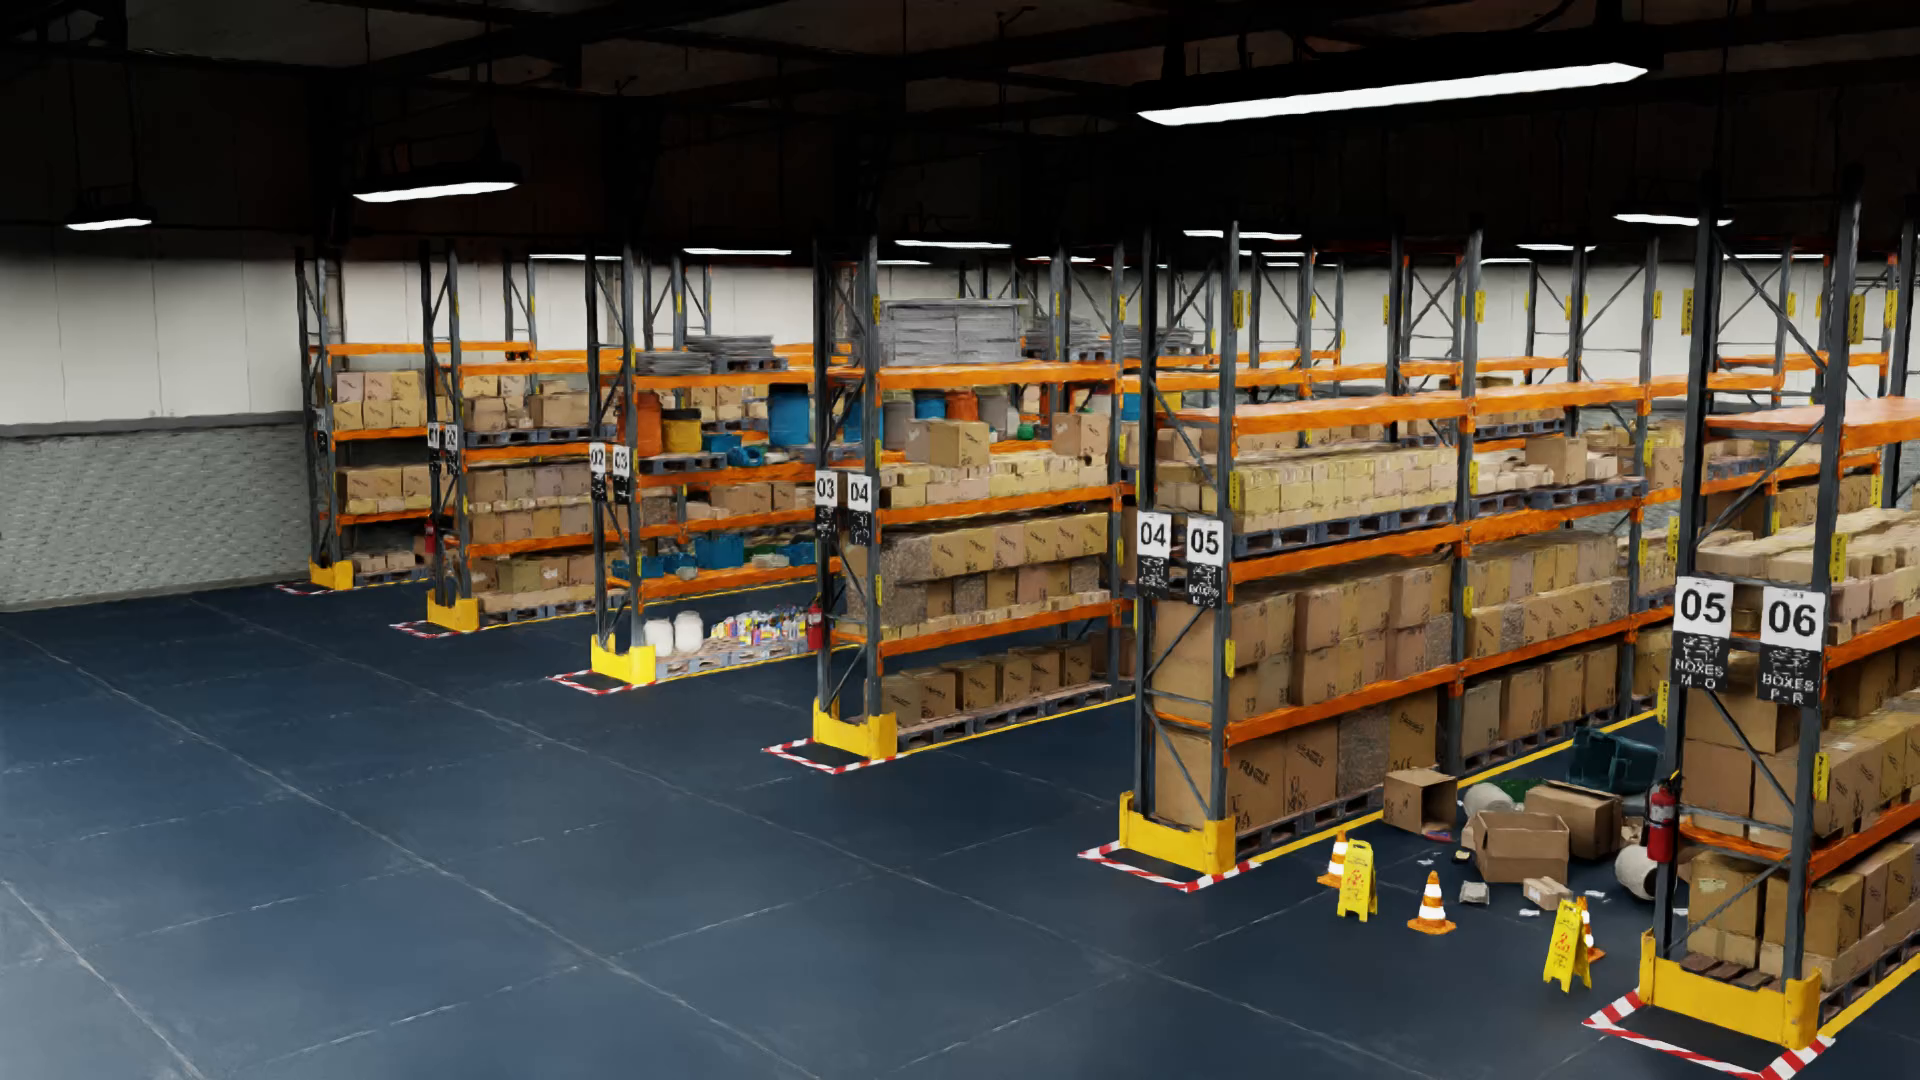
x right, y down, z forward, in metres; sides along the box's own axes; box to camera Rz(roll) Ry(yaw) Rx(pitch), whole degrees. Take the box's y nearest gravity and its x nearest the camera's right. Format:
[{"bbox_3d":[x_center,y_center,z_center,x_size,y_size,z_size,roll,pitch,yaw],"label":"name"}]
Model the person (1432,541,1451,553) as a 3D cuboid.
[{"bbox_3d":[7.124,0.751,24.440,0.441,1.675,0.498,2,9,16],"label":"person"}]
